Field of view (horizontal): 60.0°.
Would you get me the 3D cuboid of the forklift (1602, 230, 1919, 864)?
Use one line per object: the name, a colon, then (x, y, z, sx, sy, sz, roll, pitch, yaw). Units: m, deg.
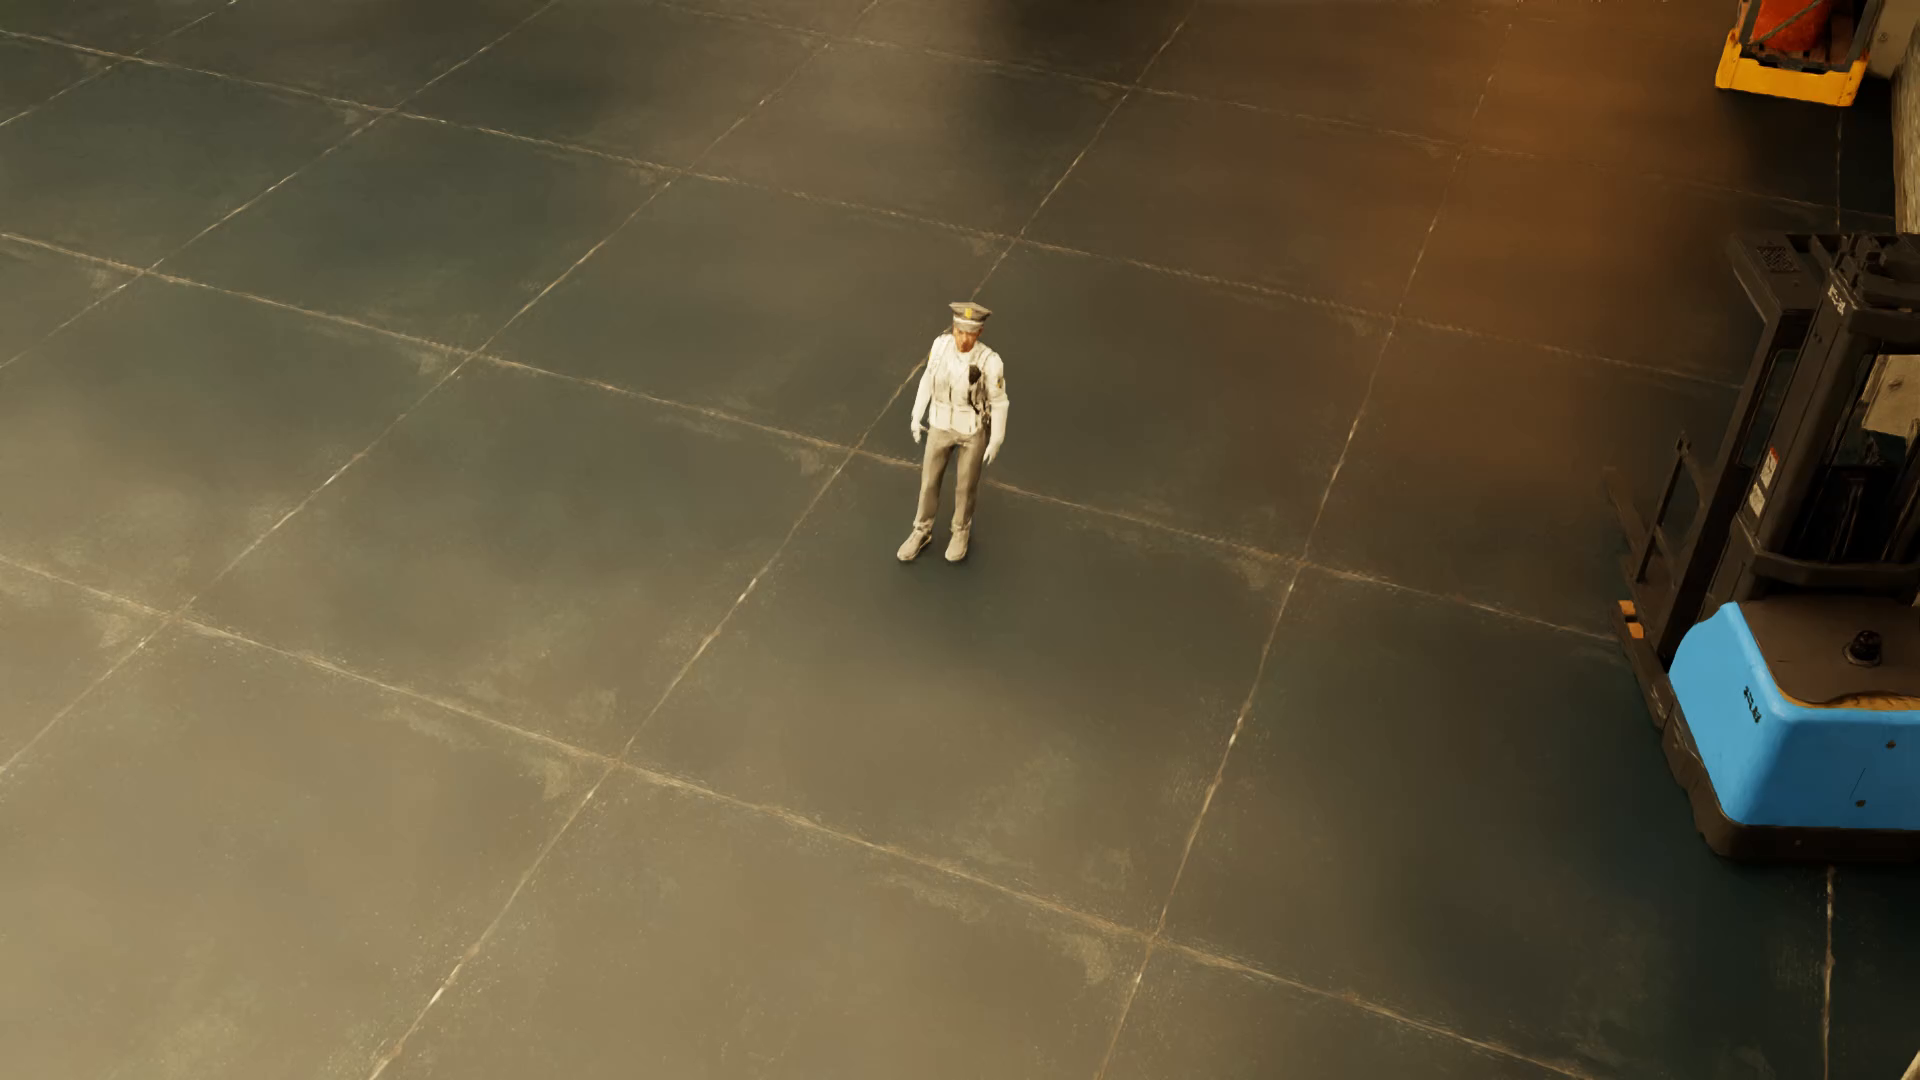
forklift: (4.338, -0.444, 8.536, 1.130, 2.935, 3.031, 2, 40, 2)

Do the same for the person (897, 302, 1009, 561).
person: (-0.032, -0.617, 9.695, 0.586, 1.695, 0.532, 15, 42, 17)
